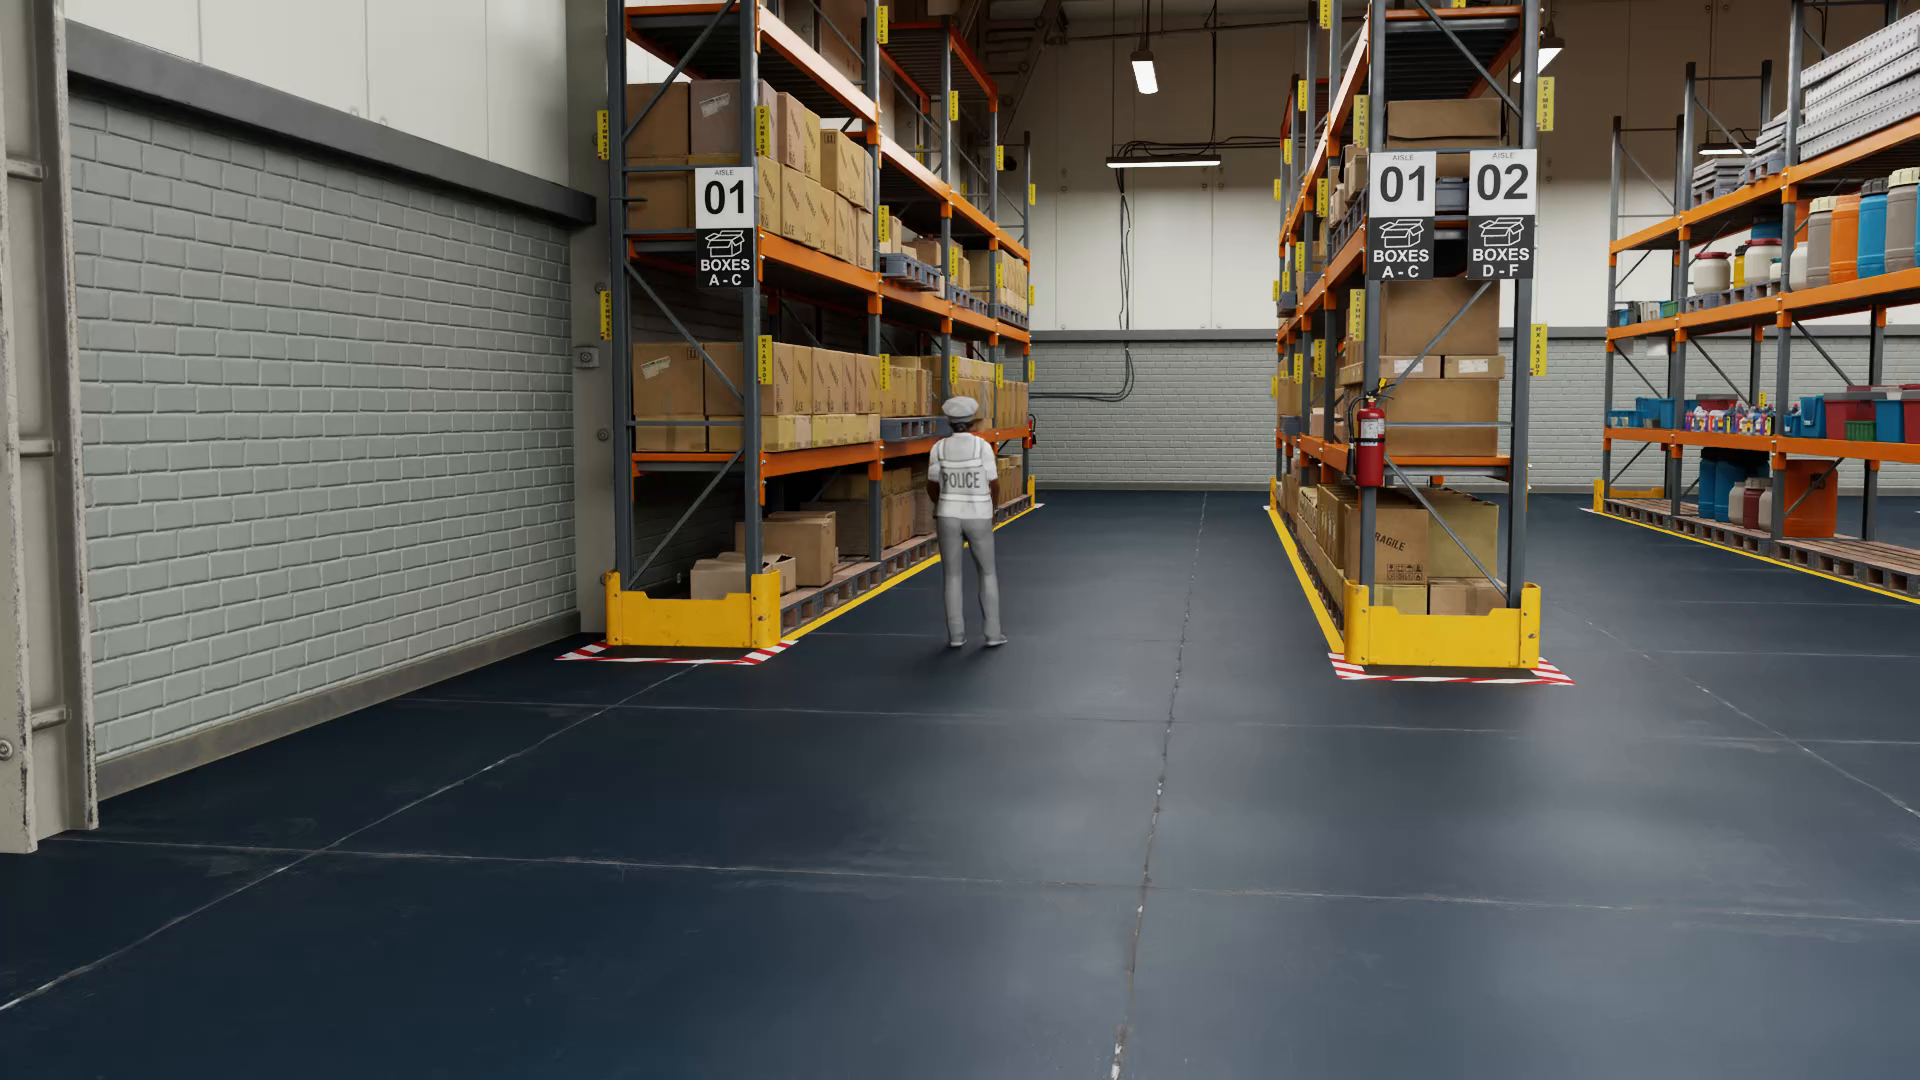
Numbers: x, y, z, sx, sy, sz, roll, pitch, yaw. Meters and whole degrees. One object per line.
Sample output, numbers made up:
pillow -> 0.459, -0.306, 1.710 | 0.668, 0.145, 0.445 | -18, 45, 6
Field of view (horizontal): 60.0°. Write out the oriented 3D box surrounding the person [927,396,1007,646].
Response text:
person -> 0.046, -0.127, 11.289 | 0.535, 1.698, 0.435 | 1, 5, 9
